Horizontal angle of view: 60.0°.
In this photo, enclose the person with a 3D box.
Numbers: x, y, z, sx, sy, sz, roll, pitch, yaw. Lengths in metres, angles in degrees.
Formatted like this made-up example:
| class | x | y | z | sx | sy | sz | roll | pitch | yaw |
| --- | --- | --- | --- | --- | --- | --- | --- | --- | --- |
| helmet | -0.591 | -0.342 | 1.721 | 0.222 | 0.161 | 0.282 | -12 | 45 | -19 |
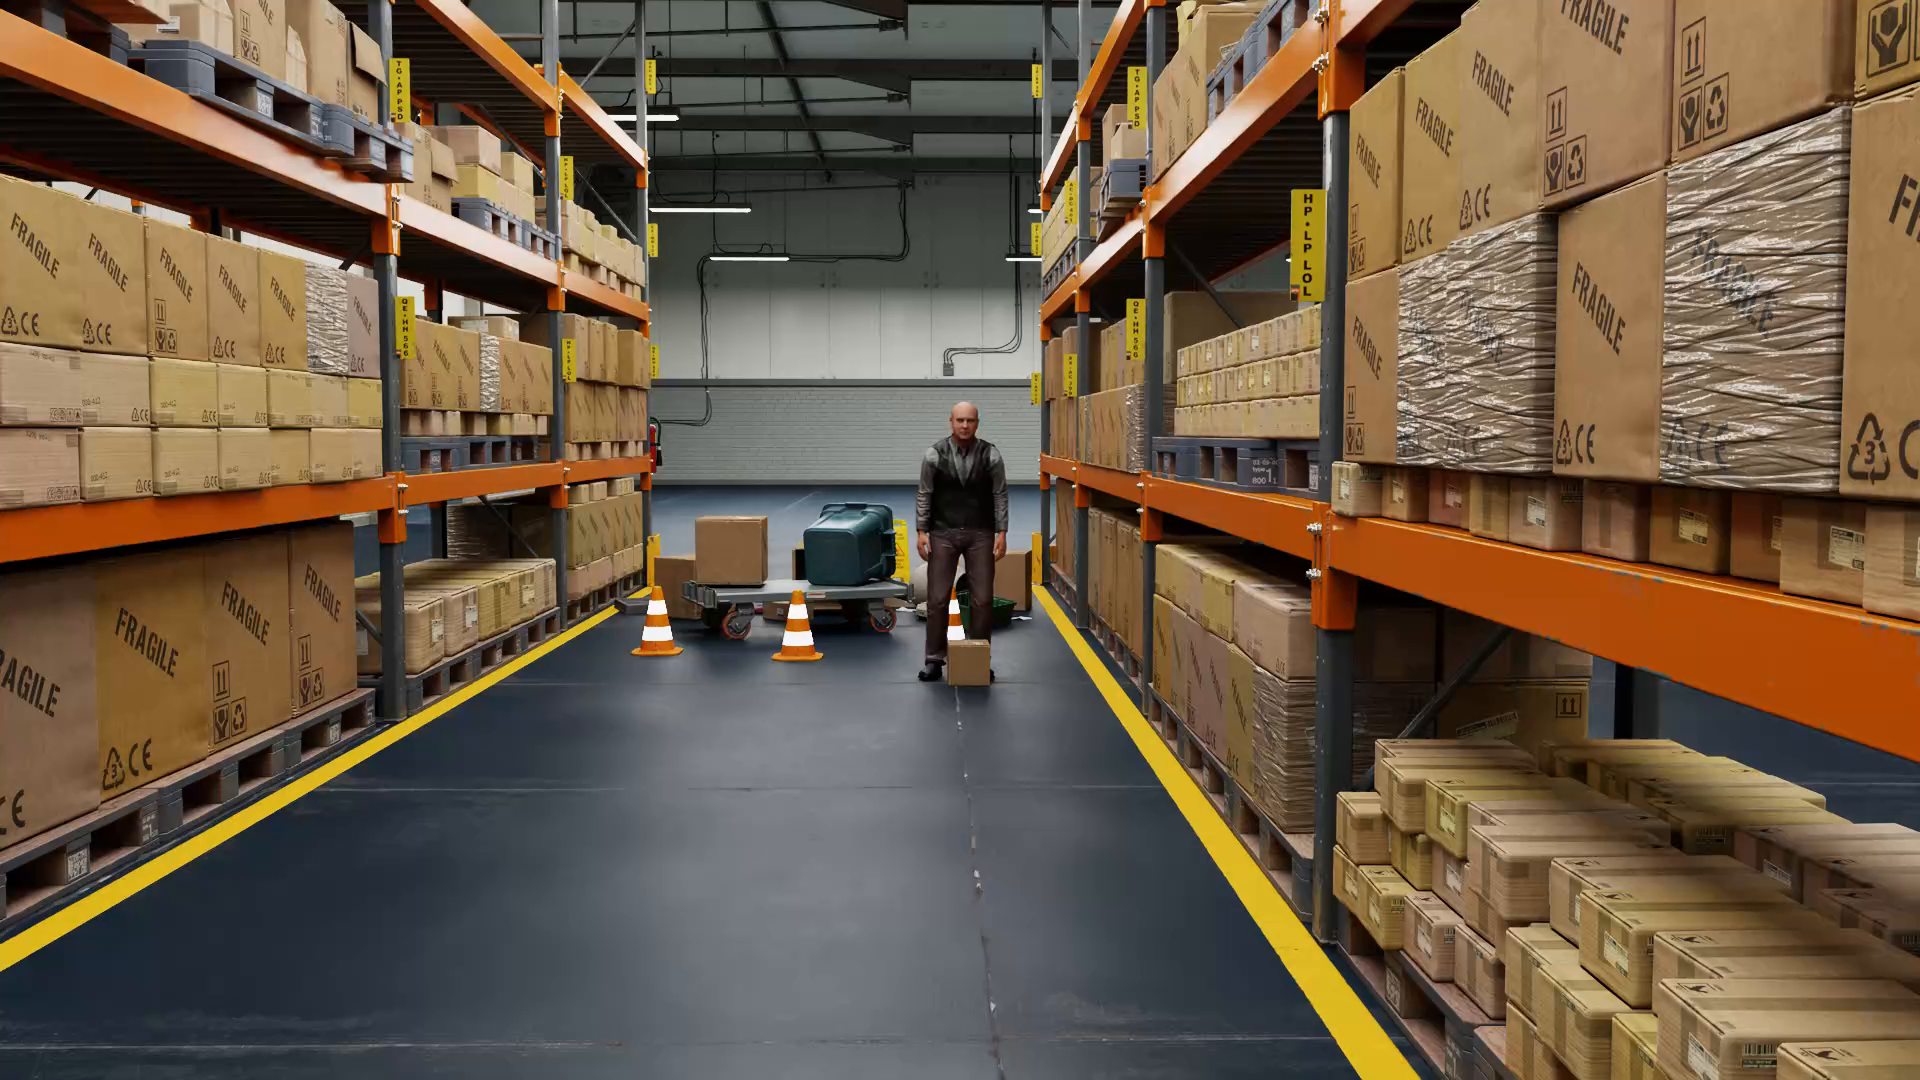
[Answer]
| class | x | y | z | sx | sy | sz | roll | pitch | yaw |
| --- | --- | --- | --- | --- | --- | --- | --- | --- | --- |
| person | 0.013 | -0.030 | 10.423 | 0.580 | 1.665 | 0.407 | 0 | 4 | -1 |
